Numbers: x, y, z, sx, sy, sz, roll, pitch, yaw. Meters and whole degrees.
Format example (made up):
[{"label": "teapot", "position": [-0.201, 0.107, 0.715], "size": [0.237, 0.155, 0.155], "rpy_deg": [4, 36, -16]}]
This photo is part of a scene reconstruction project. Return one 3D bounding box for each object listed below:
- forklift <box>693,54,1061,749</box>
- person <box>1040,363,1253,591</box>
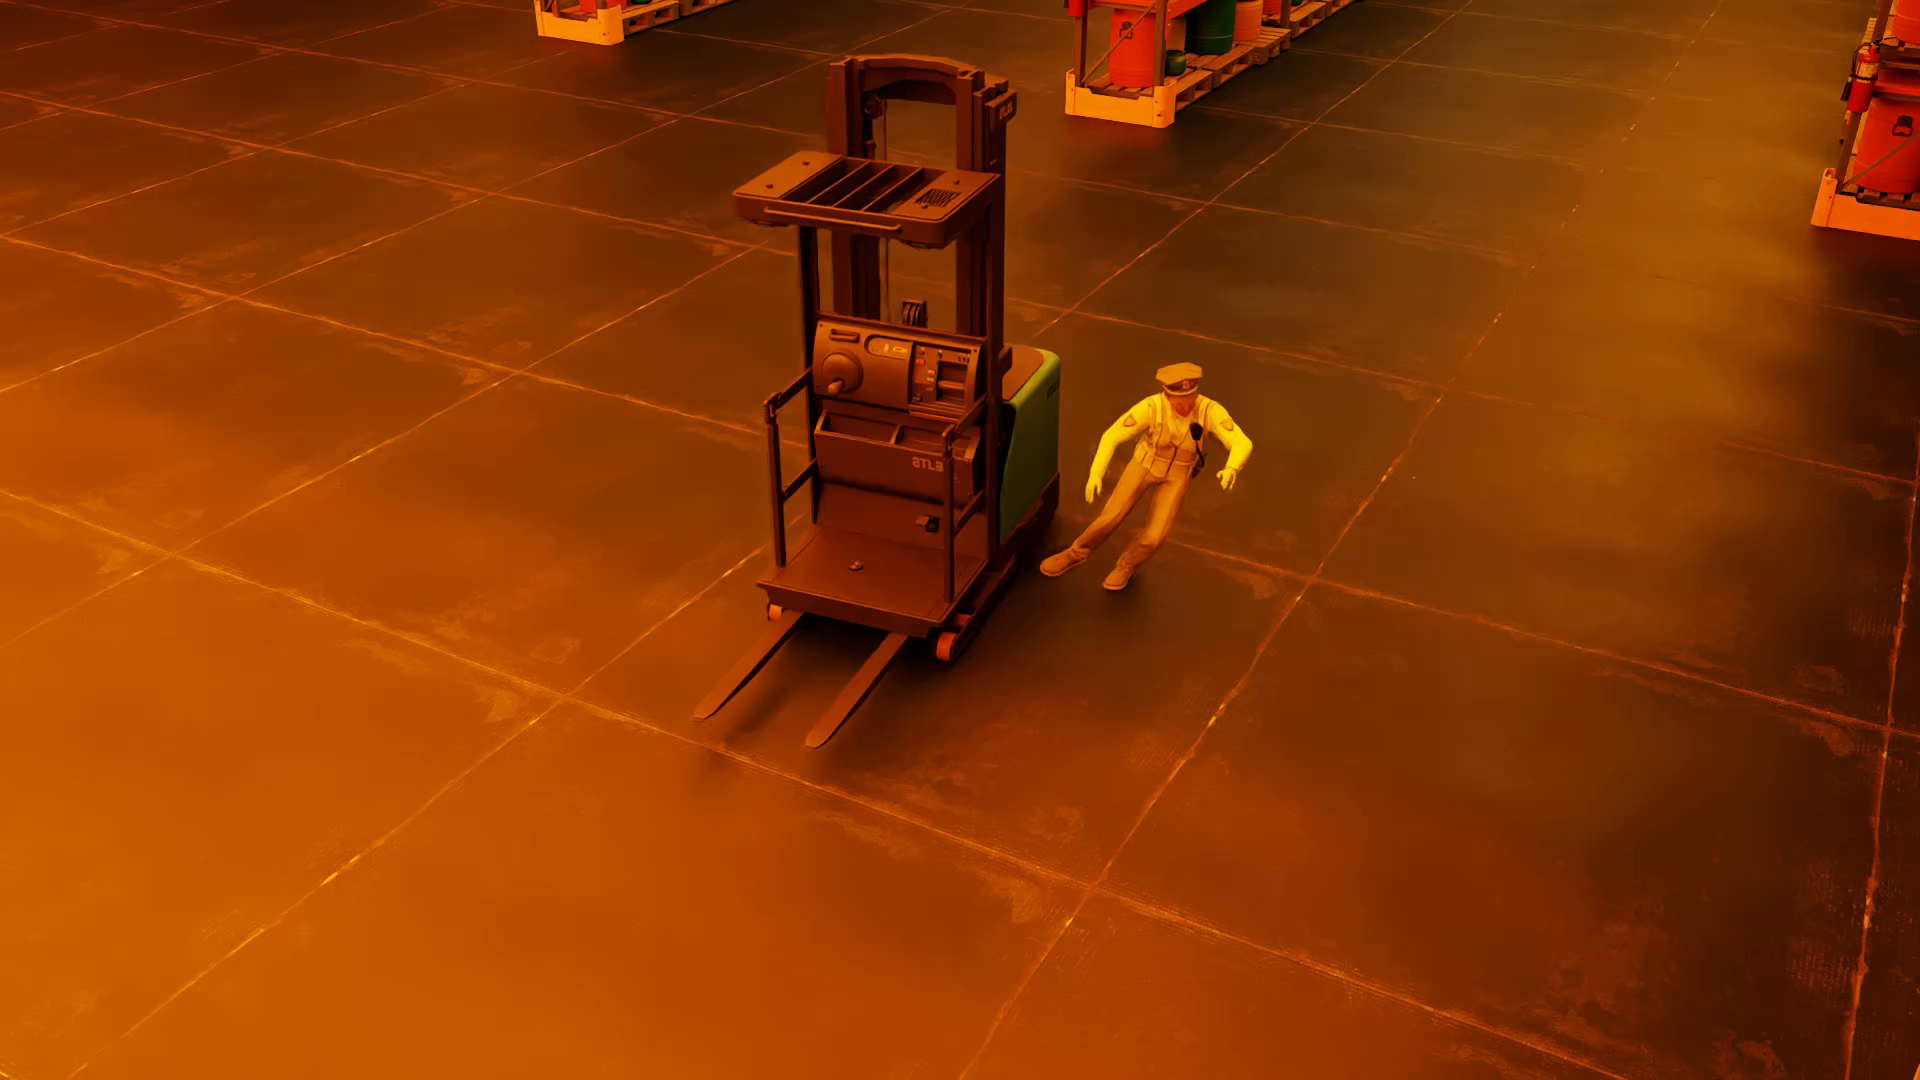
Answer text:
[{"label": "forklift", "position": [-0.417, -0.857, 8.555], "size": [1.130, 2.935, 3.031], "rpy_deg": [11, 32, 19]}, {"label": "person", "position": [1.004, -0.280, 9.062], "size": [1.105, 1.425, 0.868], "rpy_deg": [1, 30, 1]}]
